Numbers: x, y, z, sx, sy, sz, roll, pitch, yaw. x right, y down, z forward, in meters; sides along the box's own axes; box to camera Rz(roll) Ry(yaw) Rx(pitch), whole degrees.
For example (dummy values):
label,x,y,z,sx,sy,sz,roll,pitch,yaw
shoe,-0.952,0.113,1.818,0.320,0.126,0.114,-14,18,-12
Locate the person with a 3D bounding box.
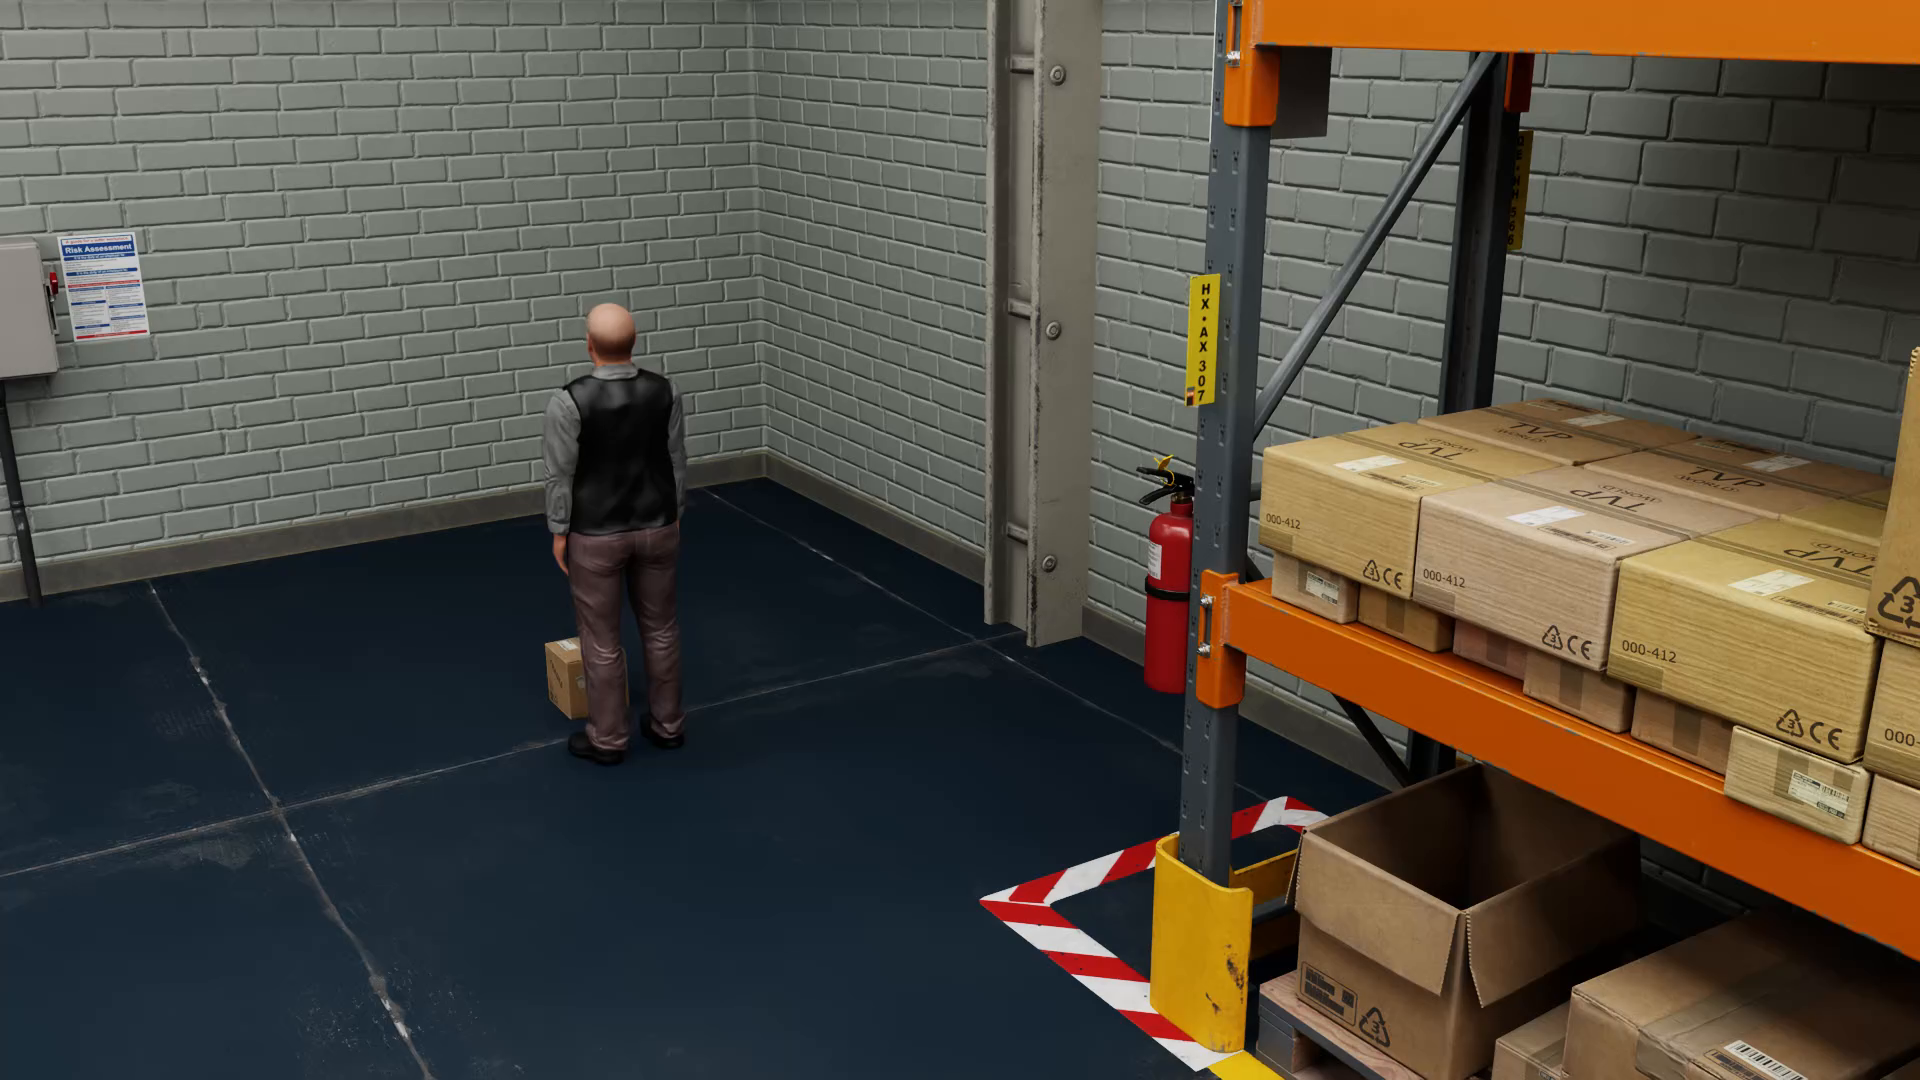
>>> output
label,x,y,z,sx,sy,sz,roll,pitch,yaw
person,-1.265,-0.020,6.162,0.537,1.729,0.357,-11,21,-30
